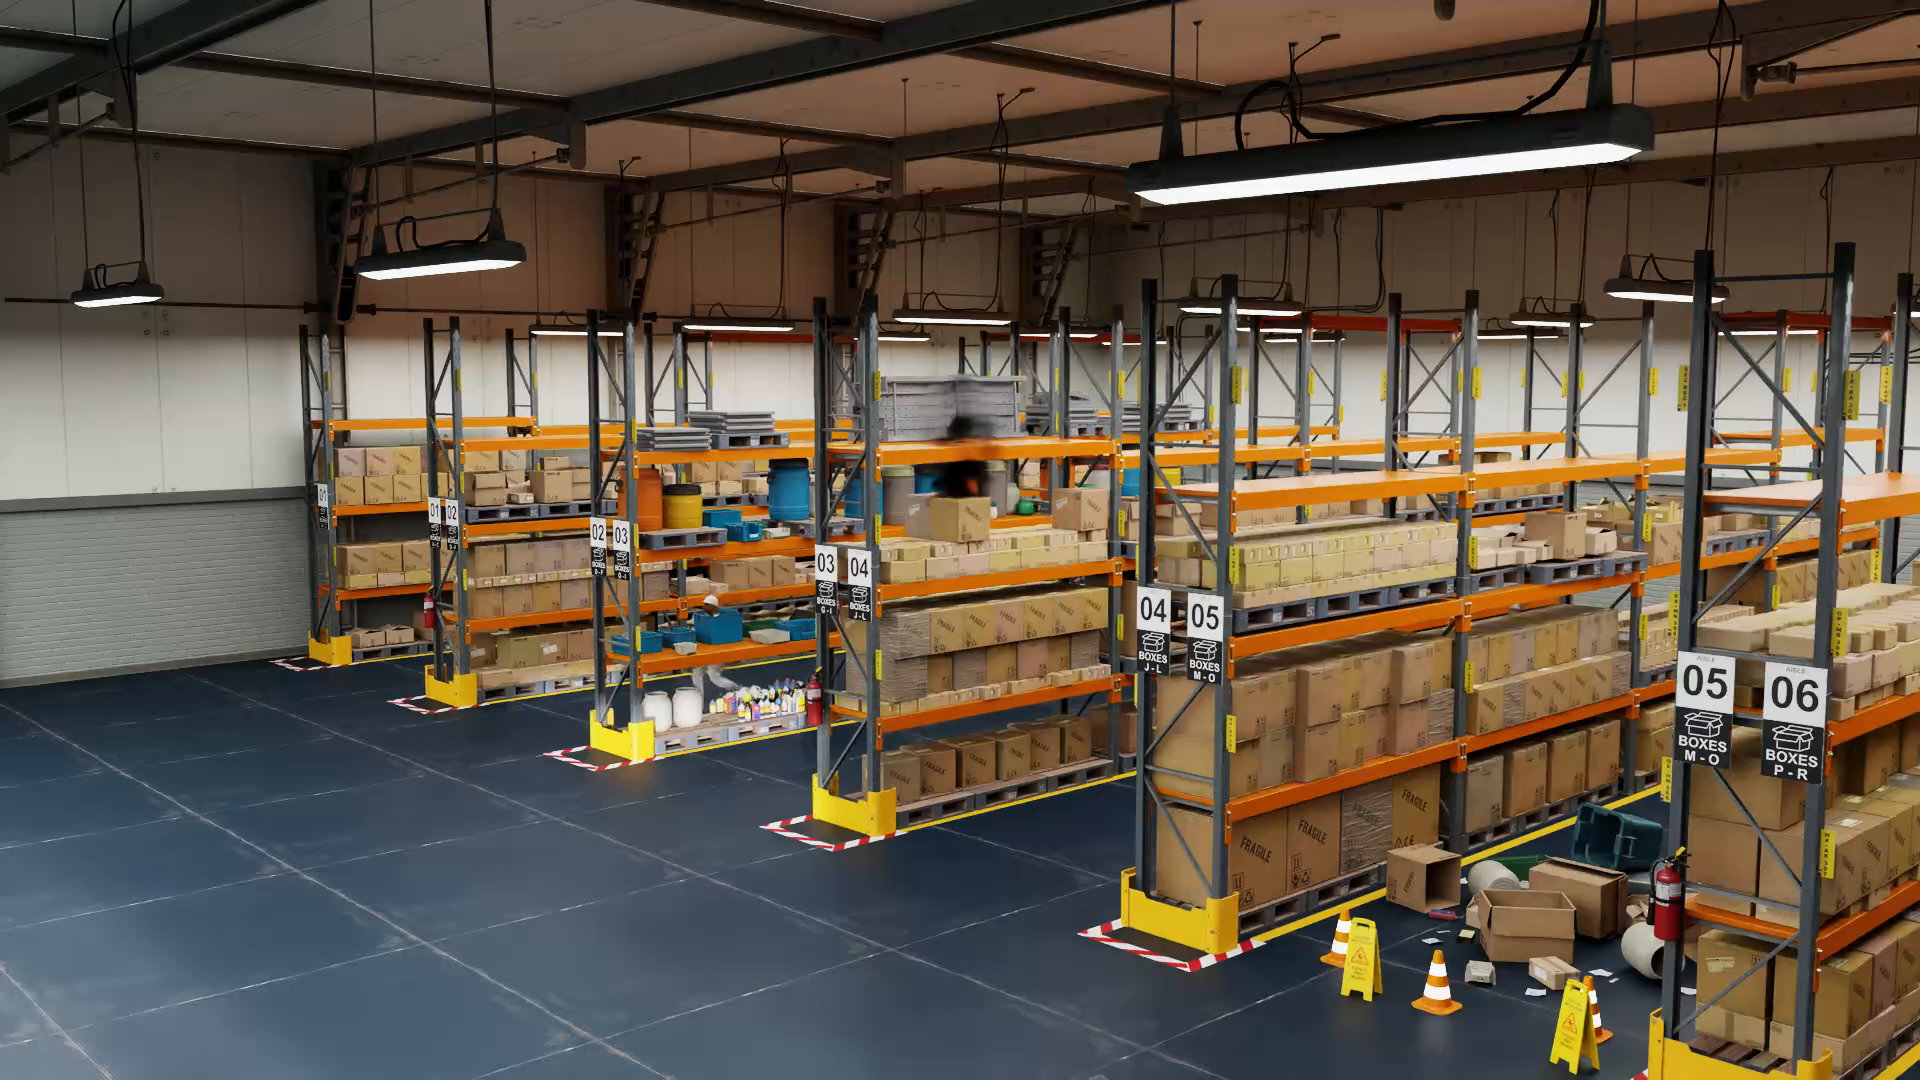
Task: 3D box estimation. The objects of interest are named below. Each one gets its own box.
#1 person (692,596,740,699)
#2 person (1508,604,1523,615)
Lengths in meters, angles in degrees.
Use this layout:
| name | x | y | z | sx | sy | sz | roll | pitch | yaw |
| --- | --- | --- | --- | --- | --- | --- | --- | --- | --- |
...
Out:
| name | x | y | z | sx | sy | sz | roll | pitch | yaw |
| --- | --- | --- | --- | --- | --- | --- | --- | --- | --- |
| person | -3.801 | 1.725 | 25.323 | 0.696 | 1.763 | 0.941 | 6 | 8 | 44 |
| person | 8.549 | 1.747 | 25.707 | 0.564 | 1.655 | 0.548 | 5 | 7 | 39 |
